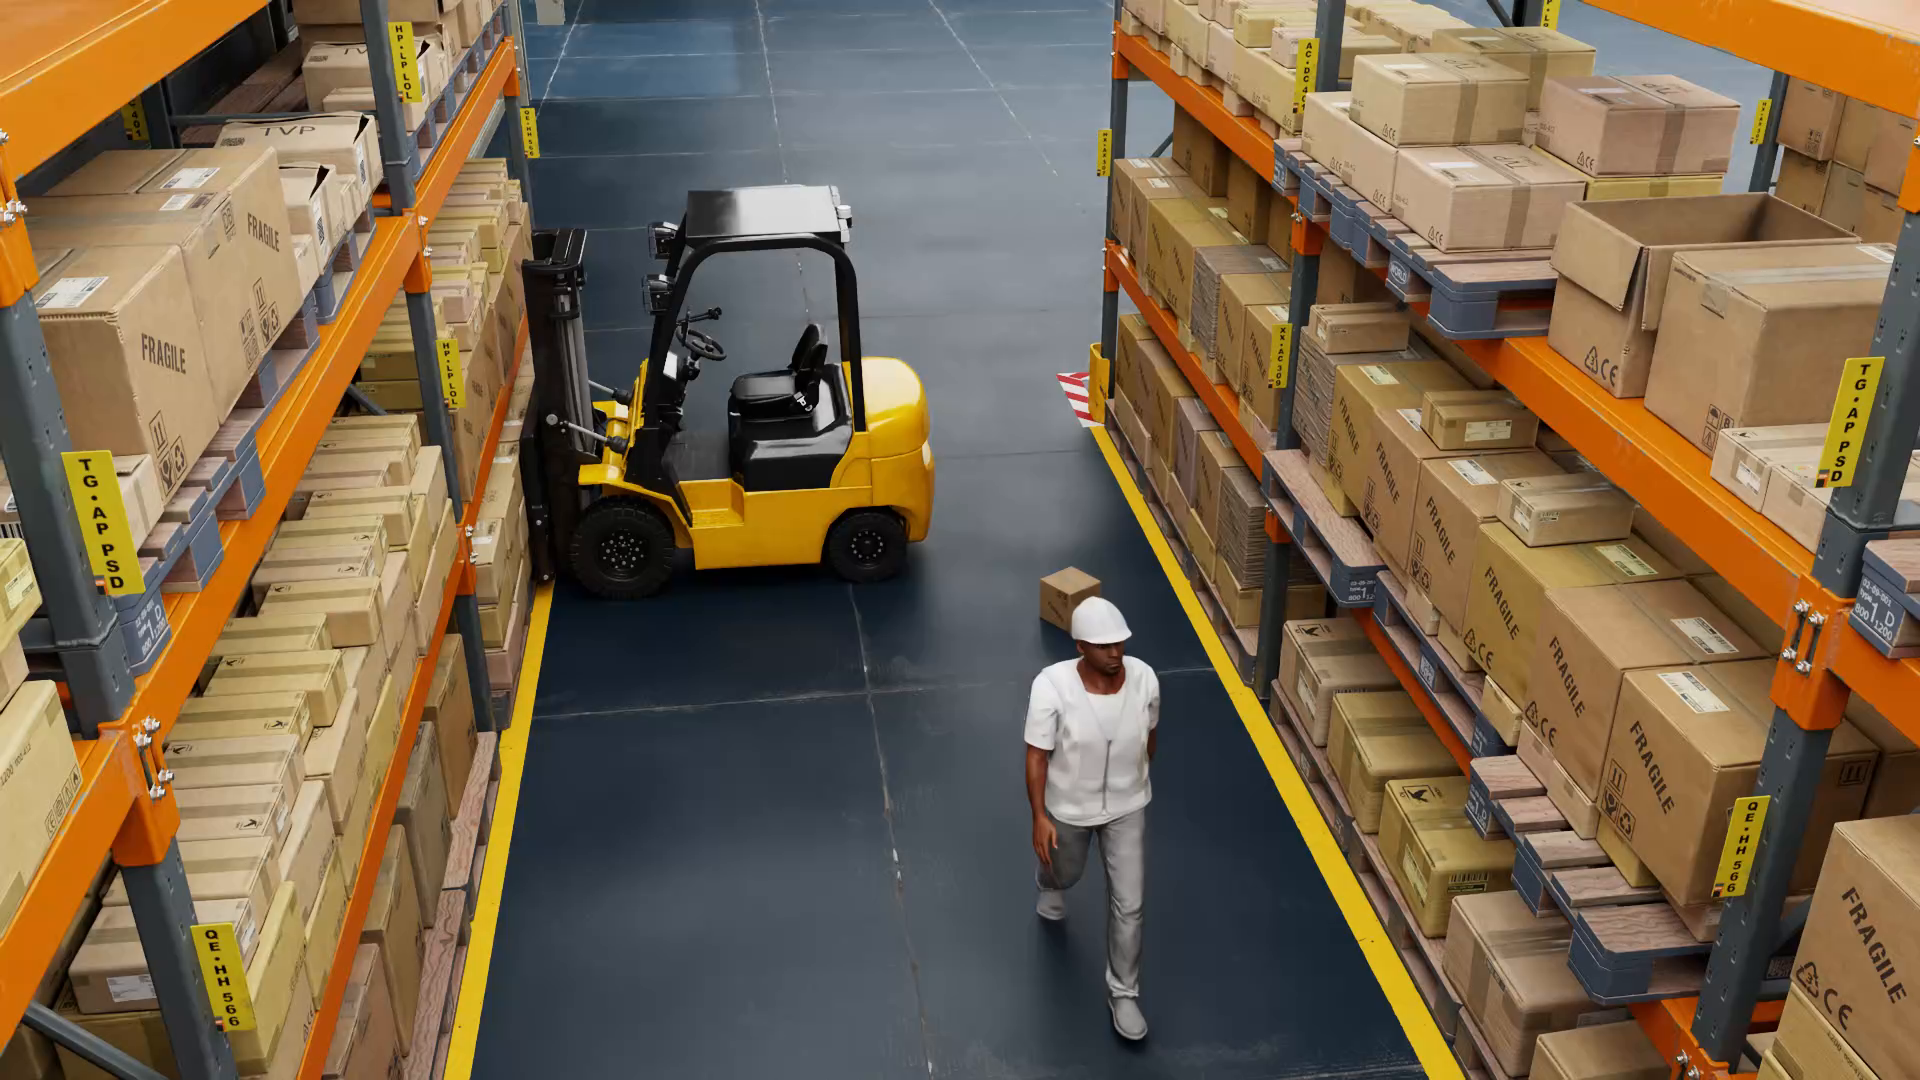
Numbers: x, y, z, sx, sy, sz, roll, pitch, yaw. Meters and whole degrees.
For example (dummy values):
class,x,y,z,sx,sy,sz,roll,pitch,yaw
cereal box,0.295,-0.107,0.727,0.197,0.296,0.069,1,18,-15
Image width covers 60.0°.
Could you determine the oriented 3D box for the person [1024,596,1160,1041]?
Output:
class,x,y,z,sx,sy,sz,roll,pitch,yaw
person,0.528,1.027,6.576,0.560,1.724,0.993,-3,27,-7
